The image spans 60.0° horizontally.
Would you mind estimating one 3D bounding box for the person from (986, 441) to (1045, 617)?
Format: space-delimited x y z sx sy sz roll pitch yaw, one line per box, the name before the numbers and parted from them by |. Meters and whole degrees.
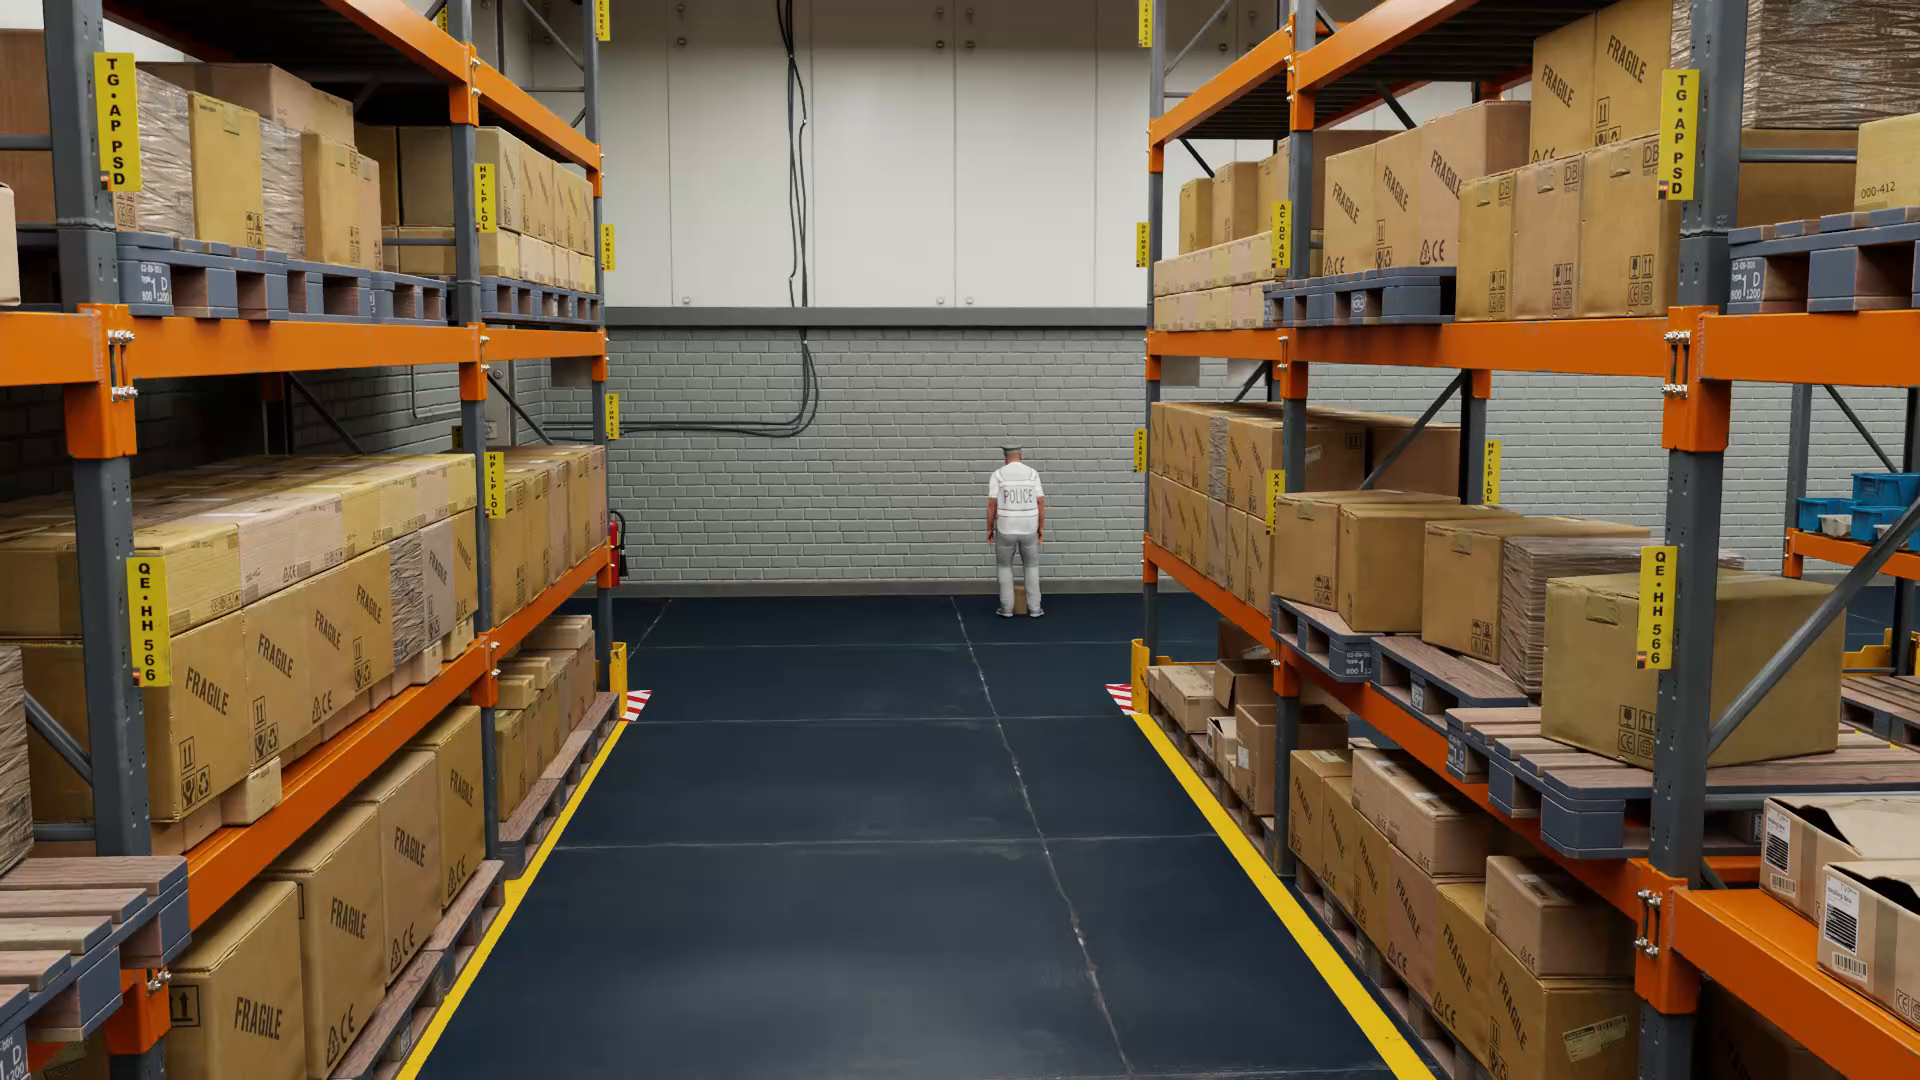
person | 0.558 -0.102 16.562 0.605 1.747 0.479 -1 7 -7
